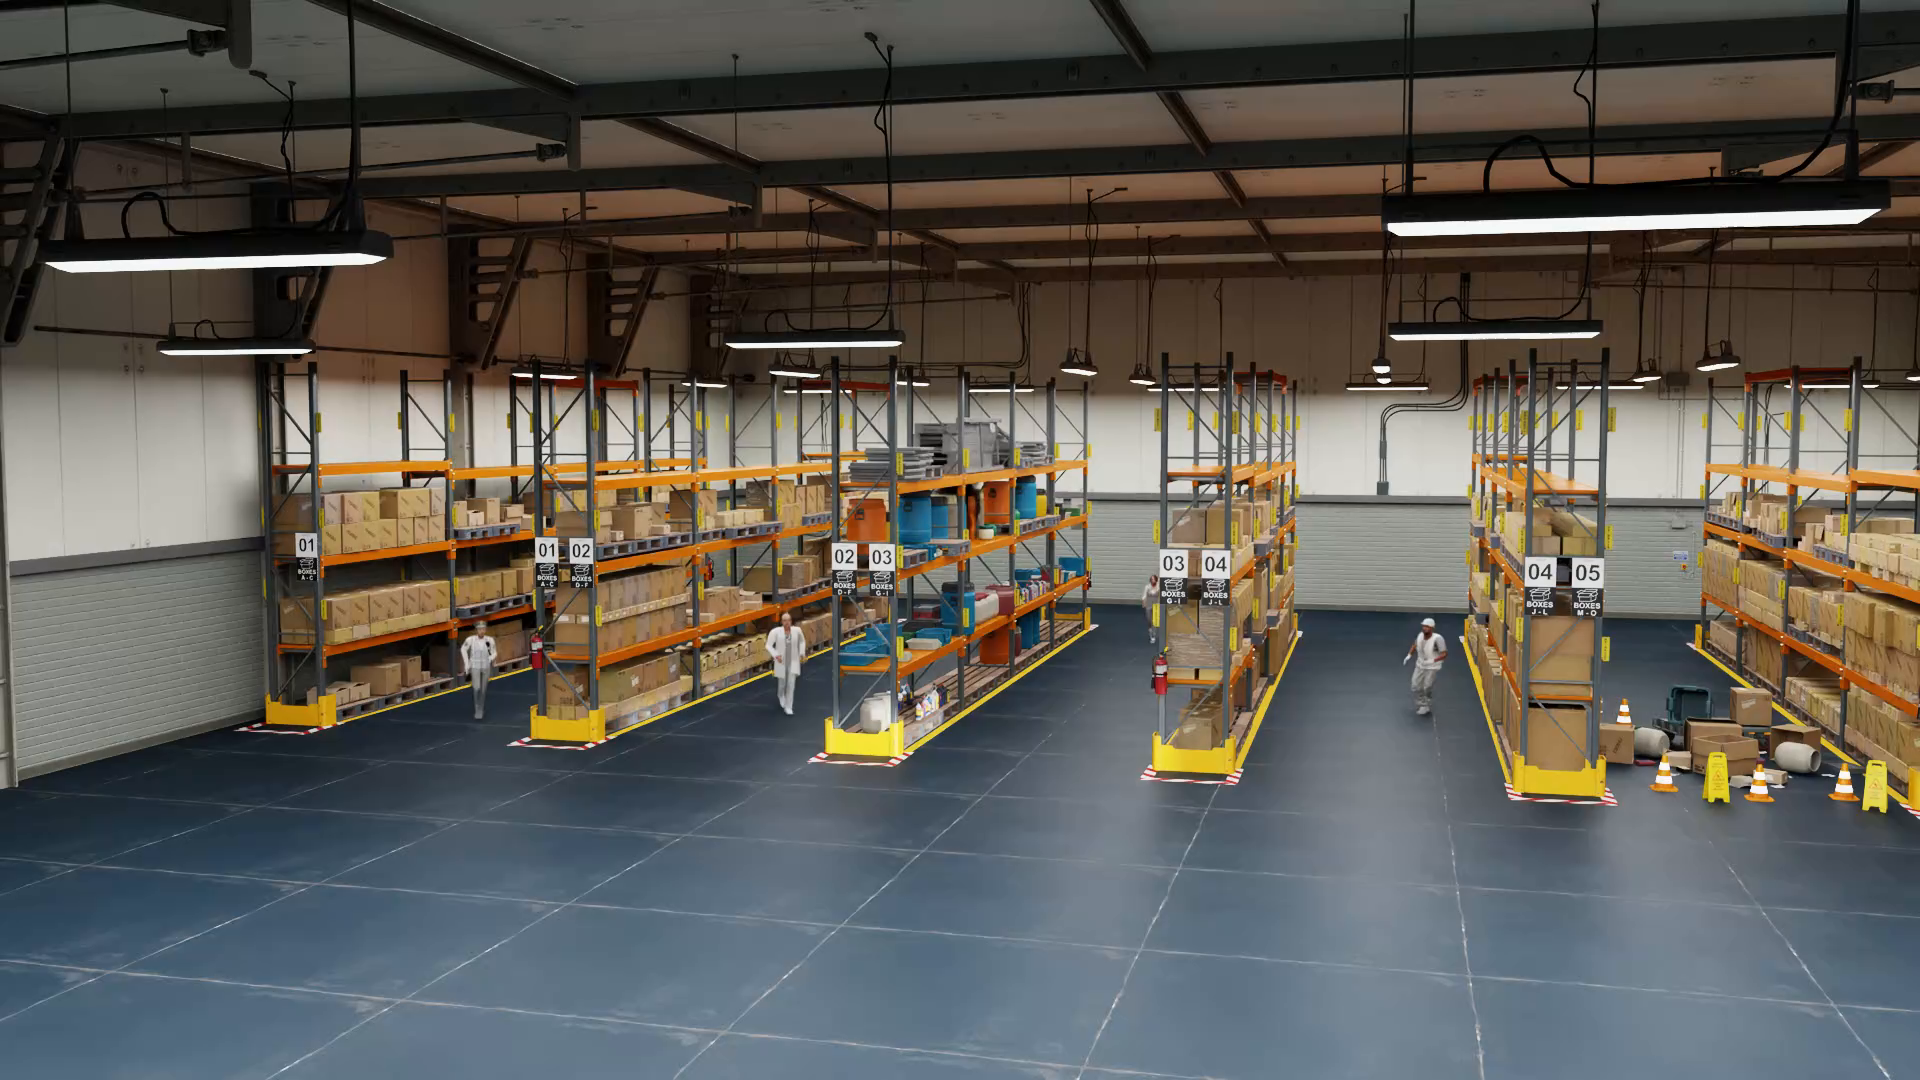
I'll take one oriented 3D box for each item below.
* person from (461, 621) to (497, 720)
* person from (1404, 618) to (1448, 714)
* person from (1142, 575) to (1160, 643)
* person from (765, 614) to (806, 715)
[{"bbox_3d":[-8.138,2.199,28.192,0.559,1.702,0.781,-2,4,-25],"label":"person"},{"bbox_3d":[8.040,2.171,28.596,0.788,1.687,0.561,3,5,41],"label":"person"},{"bbox_3d":[4.439,1.563,38.106,0.520,1.550,0.645,1,4,10],"label":"person"},{"bbox_3d":[-3.022,2.102,28.785,0.707,1.703,0.861,-1,4,-11],"label":"person"}]
